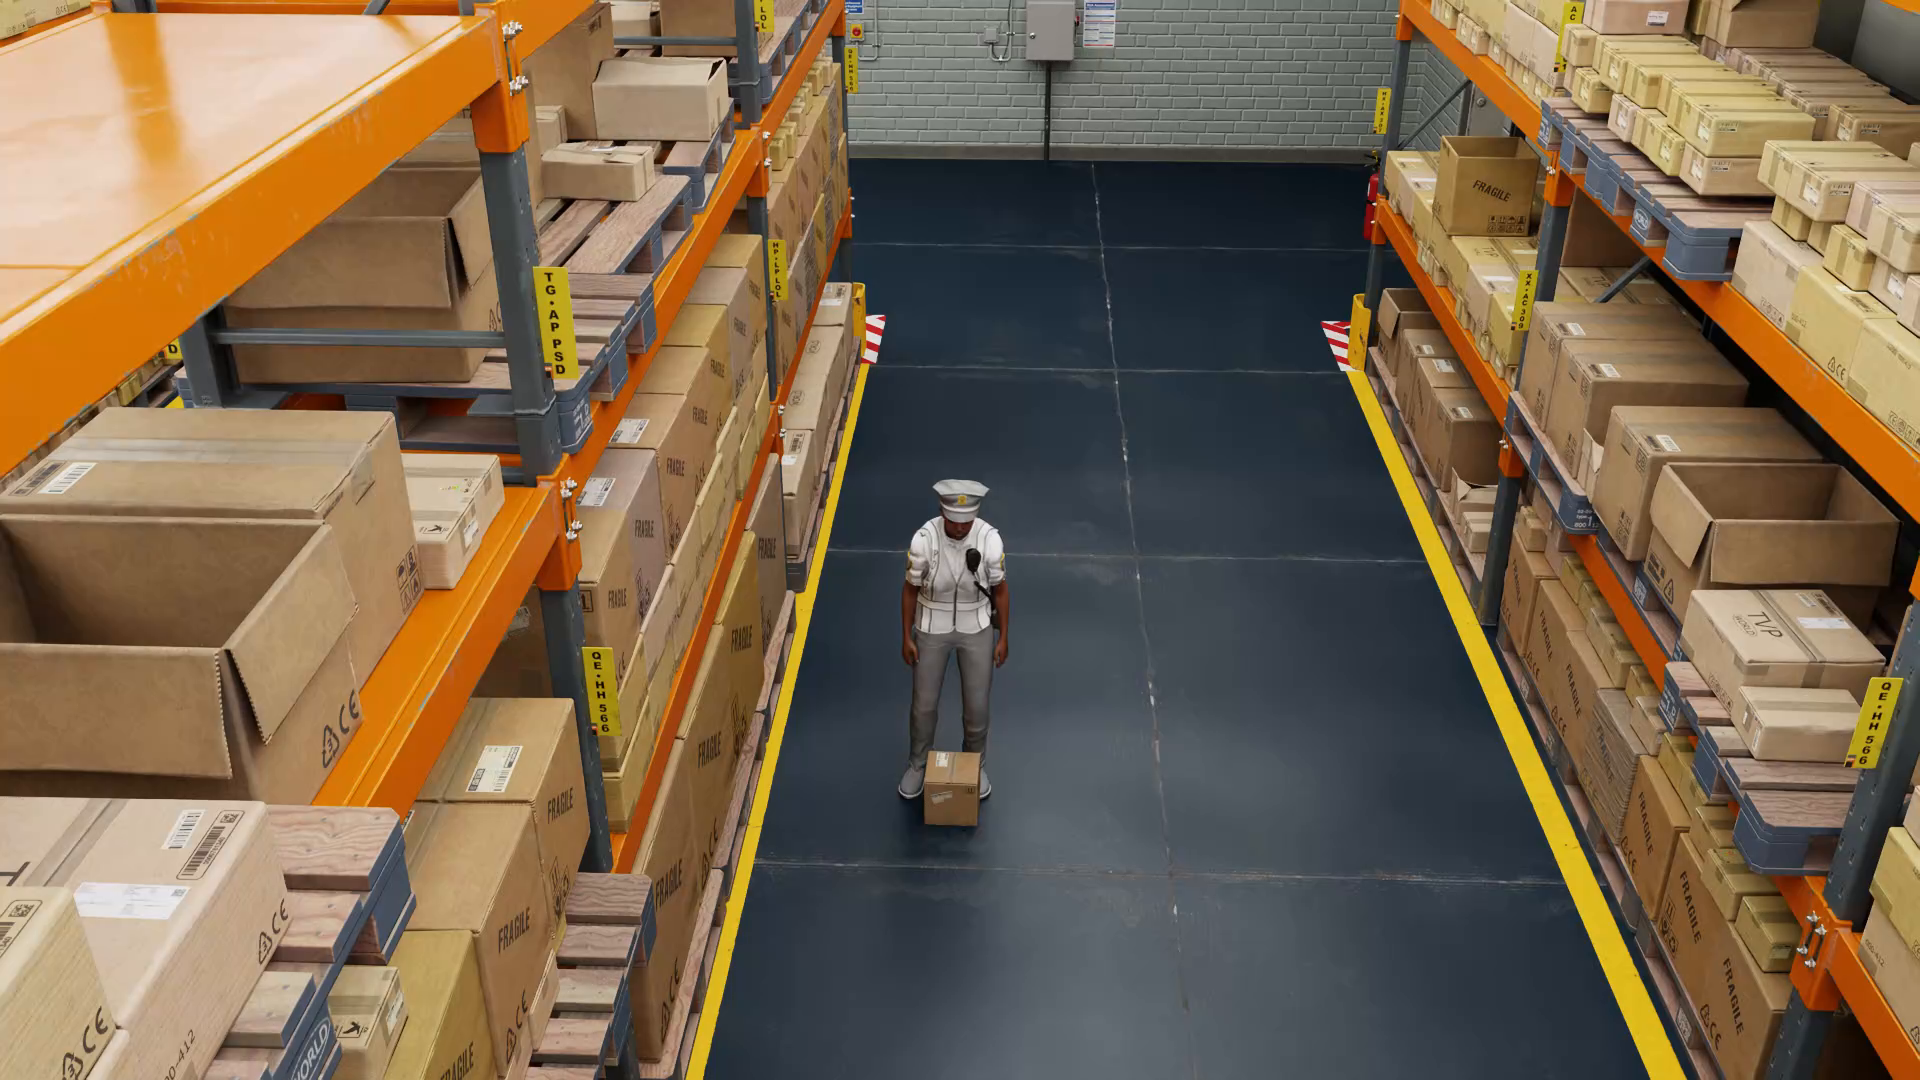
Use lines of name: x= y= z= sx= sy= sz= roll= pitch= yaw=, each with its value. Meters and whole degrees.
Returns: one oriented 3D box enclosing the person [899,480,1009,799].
person: x=-0.036 y=0.451 z=7.777 sx=0.526 sy=1.661 sz=0.395 roll=0 pitch=28 yaw=0
